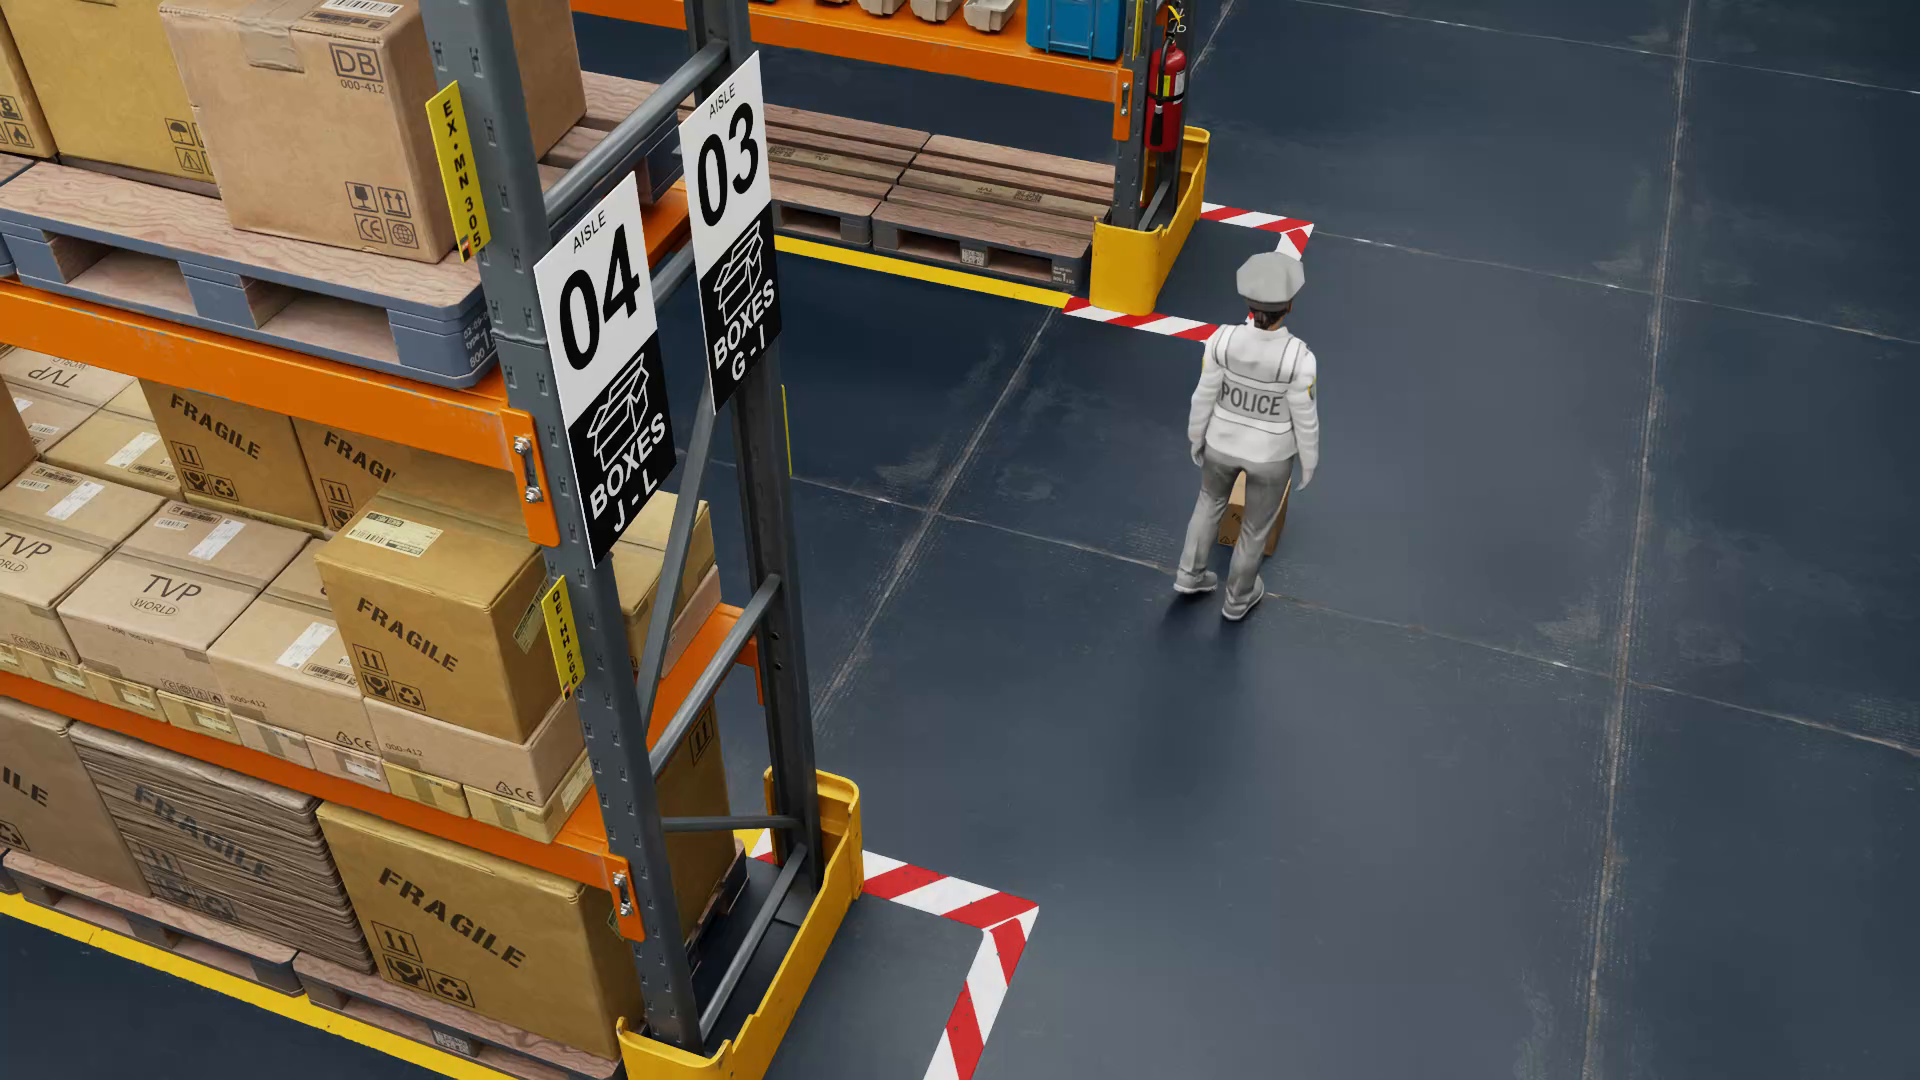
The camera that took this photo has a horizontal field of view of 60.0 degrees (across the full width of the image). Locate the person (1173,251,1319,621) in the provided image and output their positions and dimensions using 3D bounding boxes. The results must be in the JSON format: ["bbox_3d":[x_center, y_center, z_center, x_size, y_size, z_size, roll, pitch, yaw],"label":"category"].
[{"bbox_3d":[1.156,-0.345,6.554,0.516,1.712,0.334,19,45,20],"label":"person"}]
